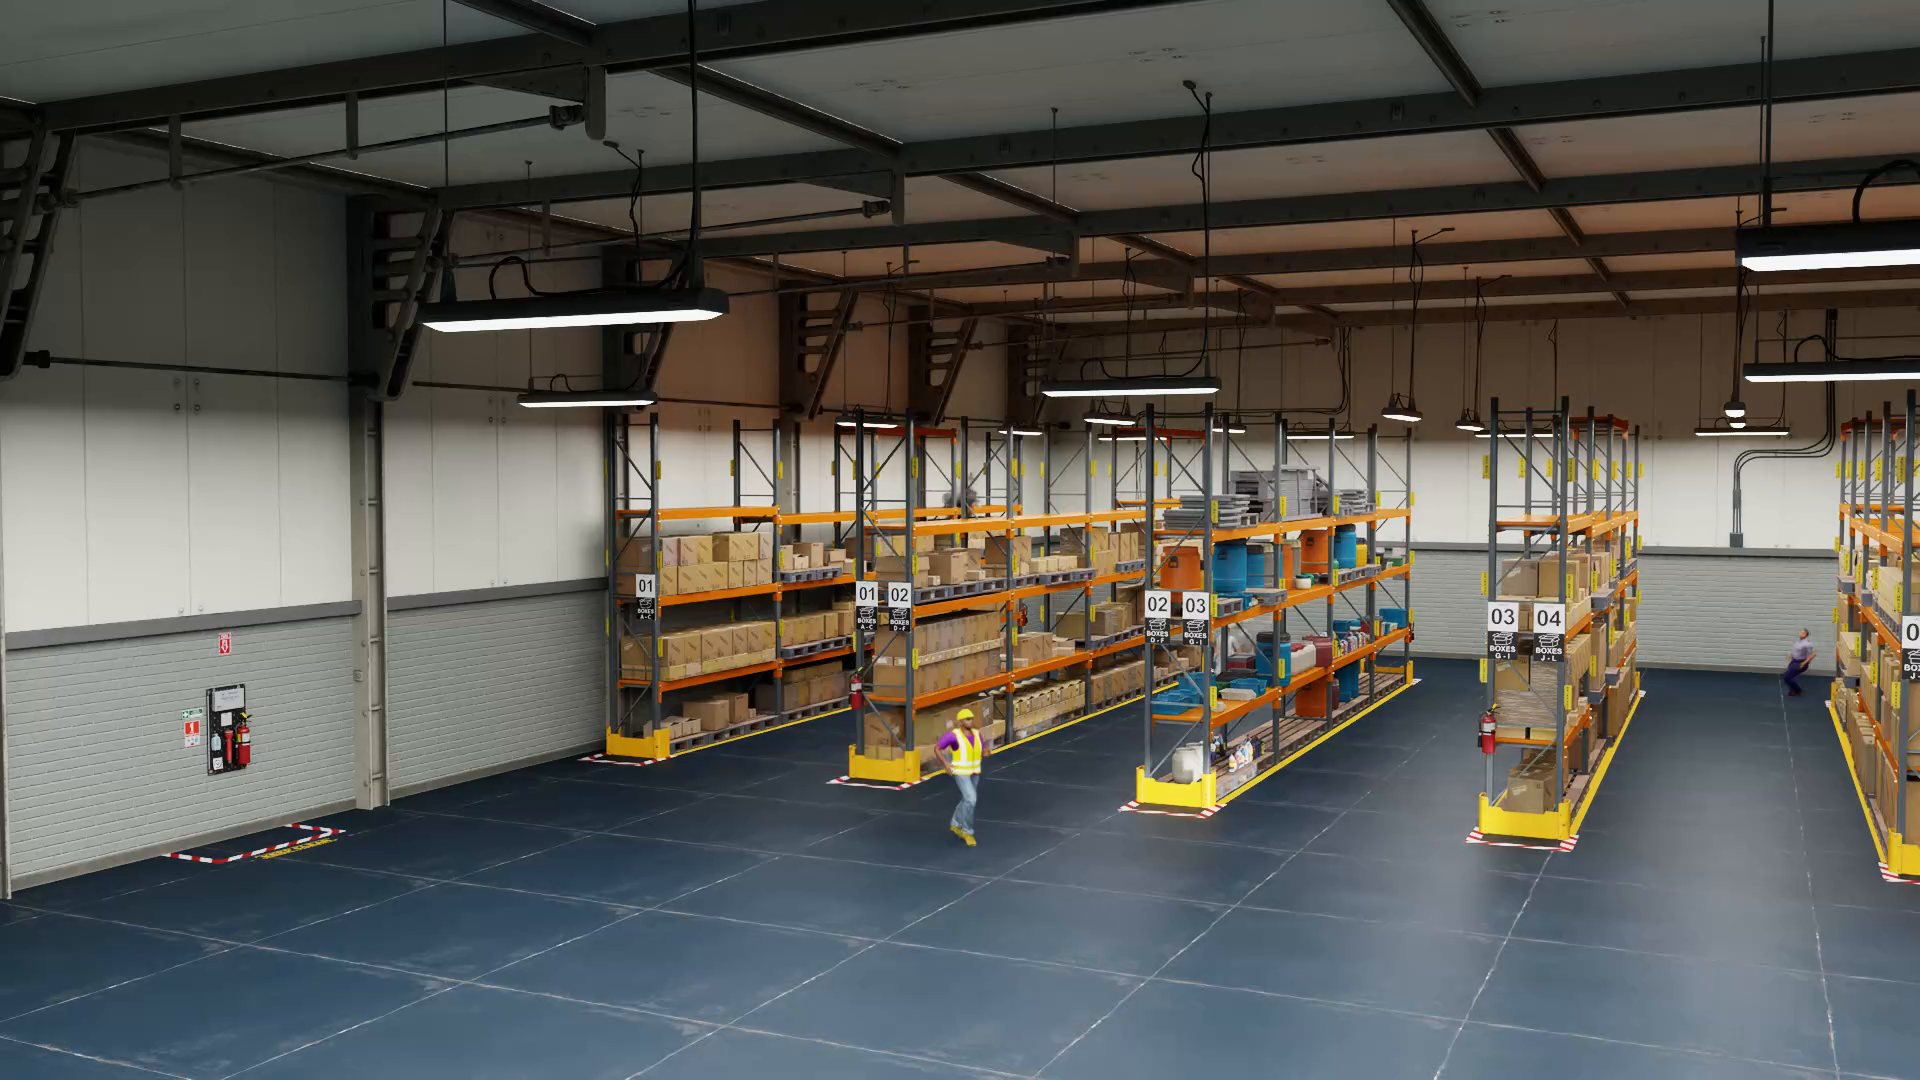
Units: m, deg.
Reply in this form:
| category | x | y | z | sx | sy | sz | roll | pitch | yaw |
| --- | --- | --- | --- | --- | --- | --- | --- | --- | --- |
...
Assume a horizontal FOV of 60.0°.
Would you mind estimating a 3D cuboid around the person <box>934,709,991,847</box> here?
| category | x | y | z | sx | sy | sz | roll | pitch | yaw |
| --- | --- | --- | --- | --- | --- | --- | --- | --- | --- |
| person | 0.081 | 3.183 | 22.366 | 0.675 | 1.830 | 0.722 | -2 | 3 | -42 |

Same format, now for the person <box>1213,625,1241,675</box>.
| category | x | y | z | sx | sy | sz | roll | pitch | yaw |
| --- | --- | --- | --- | --- | --- | --- | --- | --- | --- |
| person | 5.641 | 2.650 | 35.182 | 0.626 | 1.776 | 1.153 | 1 | 3 | 20 |

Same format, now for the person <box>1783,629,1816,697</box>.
| category | x | y | z | sx | sy | sz | roll | pitch | yaw |
| --- | --- | --- | --- | --- | --- | --- | --- | --- | --- |
| person | 18.364 | 2.700 | 36.483 | 0.586 | 1.553 | 0.721 | 1 | 2 | 14 |
